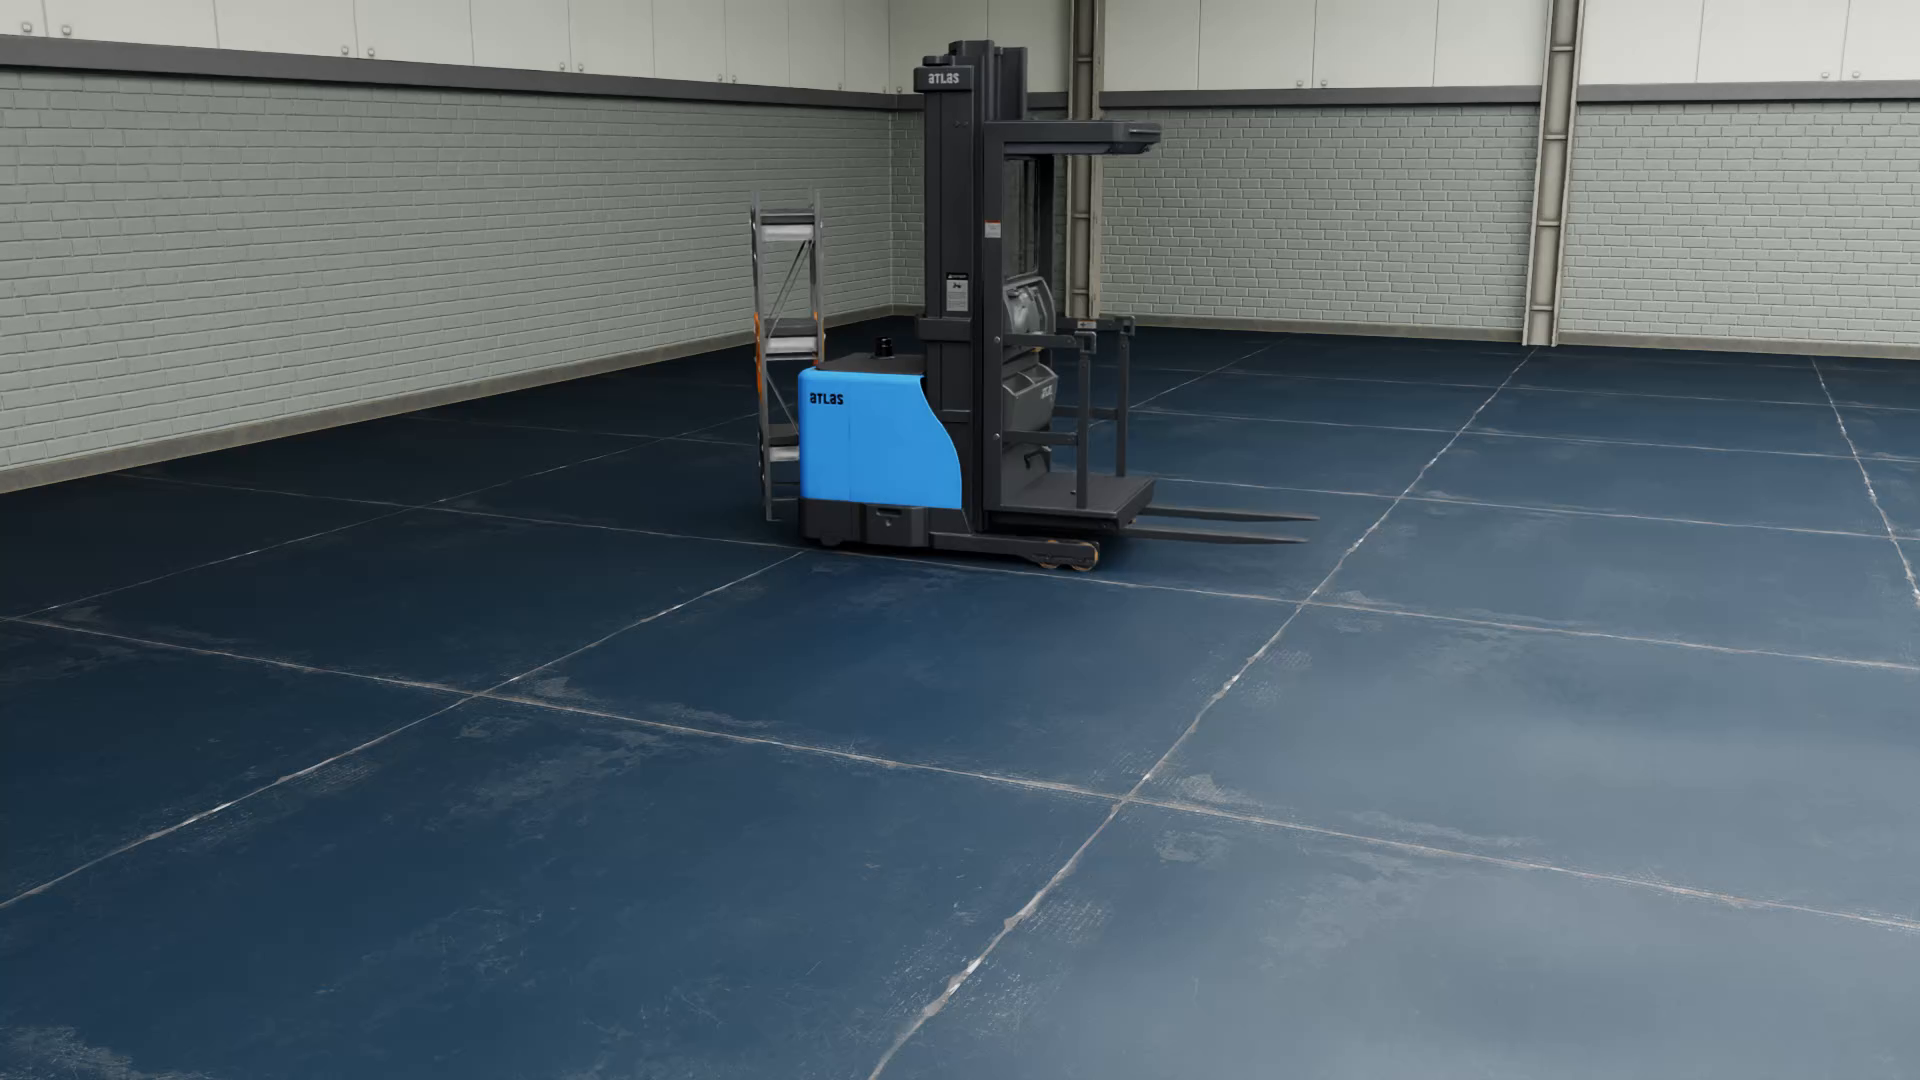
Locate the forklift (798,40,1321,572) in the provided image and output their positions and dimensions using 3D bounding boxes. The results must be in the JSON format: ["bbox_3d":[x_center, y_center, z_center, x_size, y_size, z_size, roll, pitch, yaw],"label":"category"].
[{"bbox_3d":[0.596,-1.382,9.728,3.031,2.935,1.130,4,14,18],"label":"forklift"}]

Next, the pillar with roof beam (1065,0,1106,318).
[{"bbox_3d":[-0.059,-6.456,18.070,0.400,9.000,9.100,6,14,23],"label":"pillar with roof beam"}]

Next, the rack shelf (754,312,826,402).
[{"bbox_3d":[-1.104,-1.192,10.784,0.431,0.518,0.480,-3,14,-9],"label":"rack shelf"}]

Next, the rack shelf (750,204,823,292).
[{"bbox_3d":[-1.111,-1.873,10.620,0.431,0.518,0.480,-3,14,-9],"label":"rack shelf"}]

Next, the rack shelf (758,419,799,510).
[{"bbox_3d":[-1.098,-0.511,10.947,0.431,0.518,0.480,-3,14,-9],"label":"rack shelf"}]

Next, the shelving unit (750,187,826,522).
[{"bbox_3d":[-1.104,-1.205,10.781,0.431,2.100,0.503,-3,14,-9],"label":"shelving unit"}]

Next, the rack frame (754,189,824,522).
[{"bbox_3d":[-1.064,-1.149,10.546,0.400,2.100,0.015,-3,14,-9],"label":"rack frame"}]

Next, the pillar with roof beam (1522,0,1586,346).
[{"bbox_3d":[5.427,-5.901,15.704,0.400,9.000,9.100,6,14,23],"label":"pillar with roof beam"}]

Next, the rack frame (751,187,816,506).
[{"bbox_3d":[-1.145,-1.261,11.015,0.400,2.100,0.015,-3,14,-9],"label":"rack frame"}]
